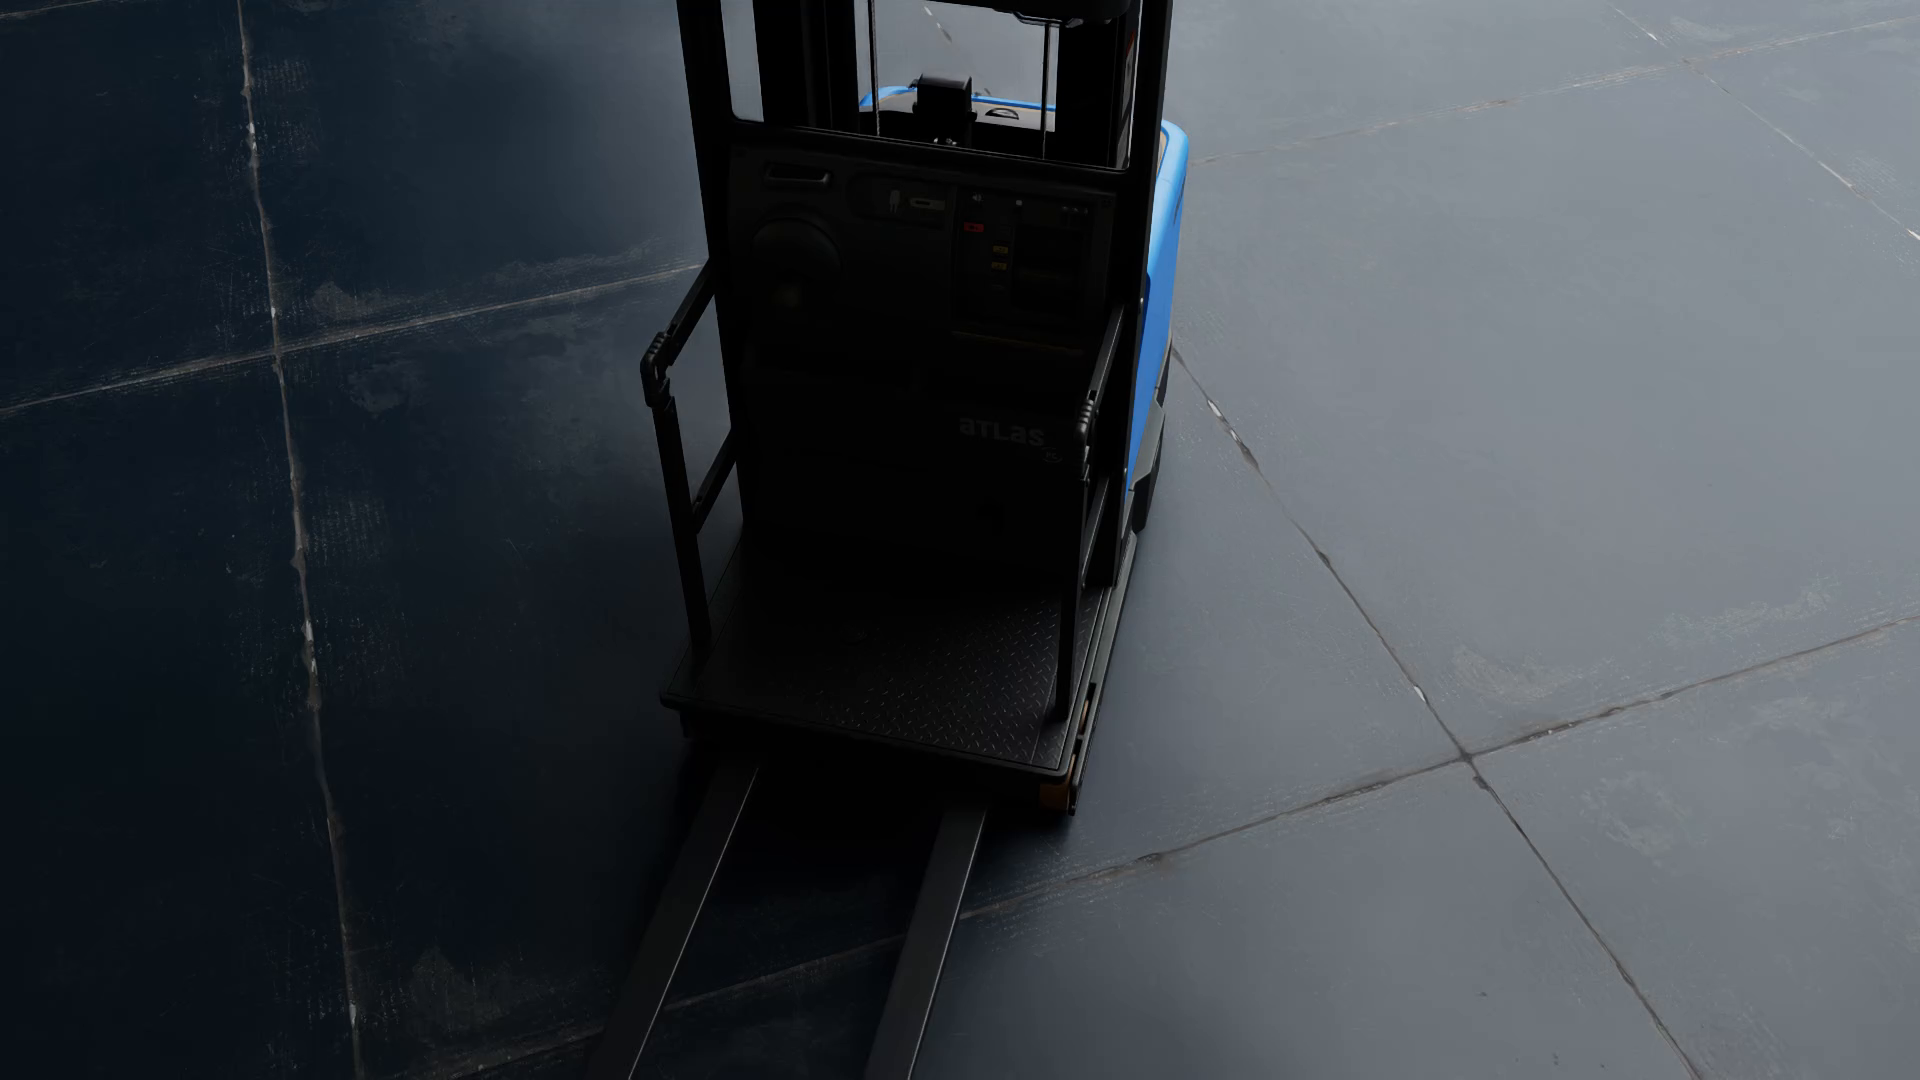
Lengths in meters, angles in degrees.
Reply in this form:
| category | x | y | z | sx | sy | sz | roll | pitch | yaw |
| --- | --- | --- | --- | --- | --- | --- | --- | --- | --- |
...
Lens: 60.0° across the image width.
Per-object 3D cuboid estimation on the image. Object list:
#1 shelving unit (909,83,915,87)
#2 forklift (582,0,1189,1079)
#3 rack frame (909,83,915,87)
| category | x | y | z | sx | sy | sz | roll | pitch | yaw |
| --- | --- | --- | --- | --- | --- | --- | --- | --- | --- |
| shelving unit | -0.098 | -1.086 | 5.696 | 0.258 | 0.900 | 0.210 | 17 | 47 | 16 |
| forklift | -0.150 | -0.607 | 3.785 | 1.130 | 2.935 | 3.031 | 10 | 46 | 10 |
| rack frame | -0.058 | -1.152 | 5.762 | 0.240 | 0.900 | 0.006 | 17 | 47 | 16 |
